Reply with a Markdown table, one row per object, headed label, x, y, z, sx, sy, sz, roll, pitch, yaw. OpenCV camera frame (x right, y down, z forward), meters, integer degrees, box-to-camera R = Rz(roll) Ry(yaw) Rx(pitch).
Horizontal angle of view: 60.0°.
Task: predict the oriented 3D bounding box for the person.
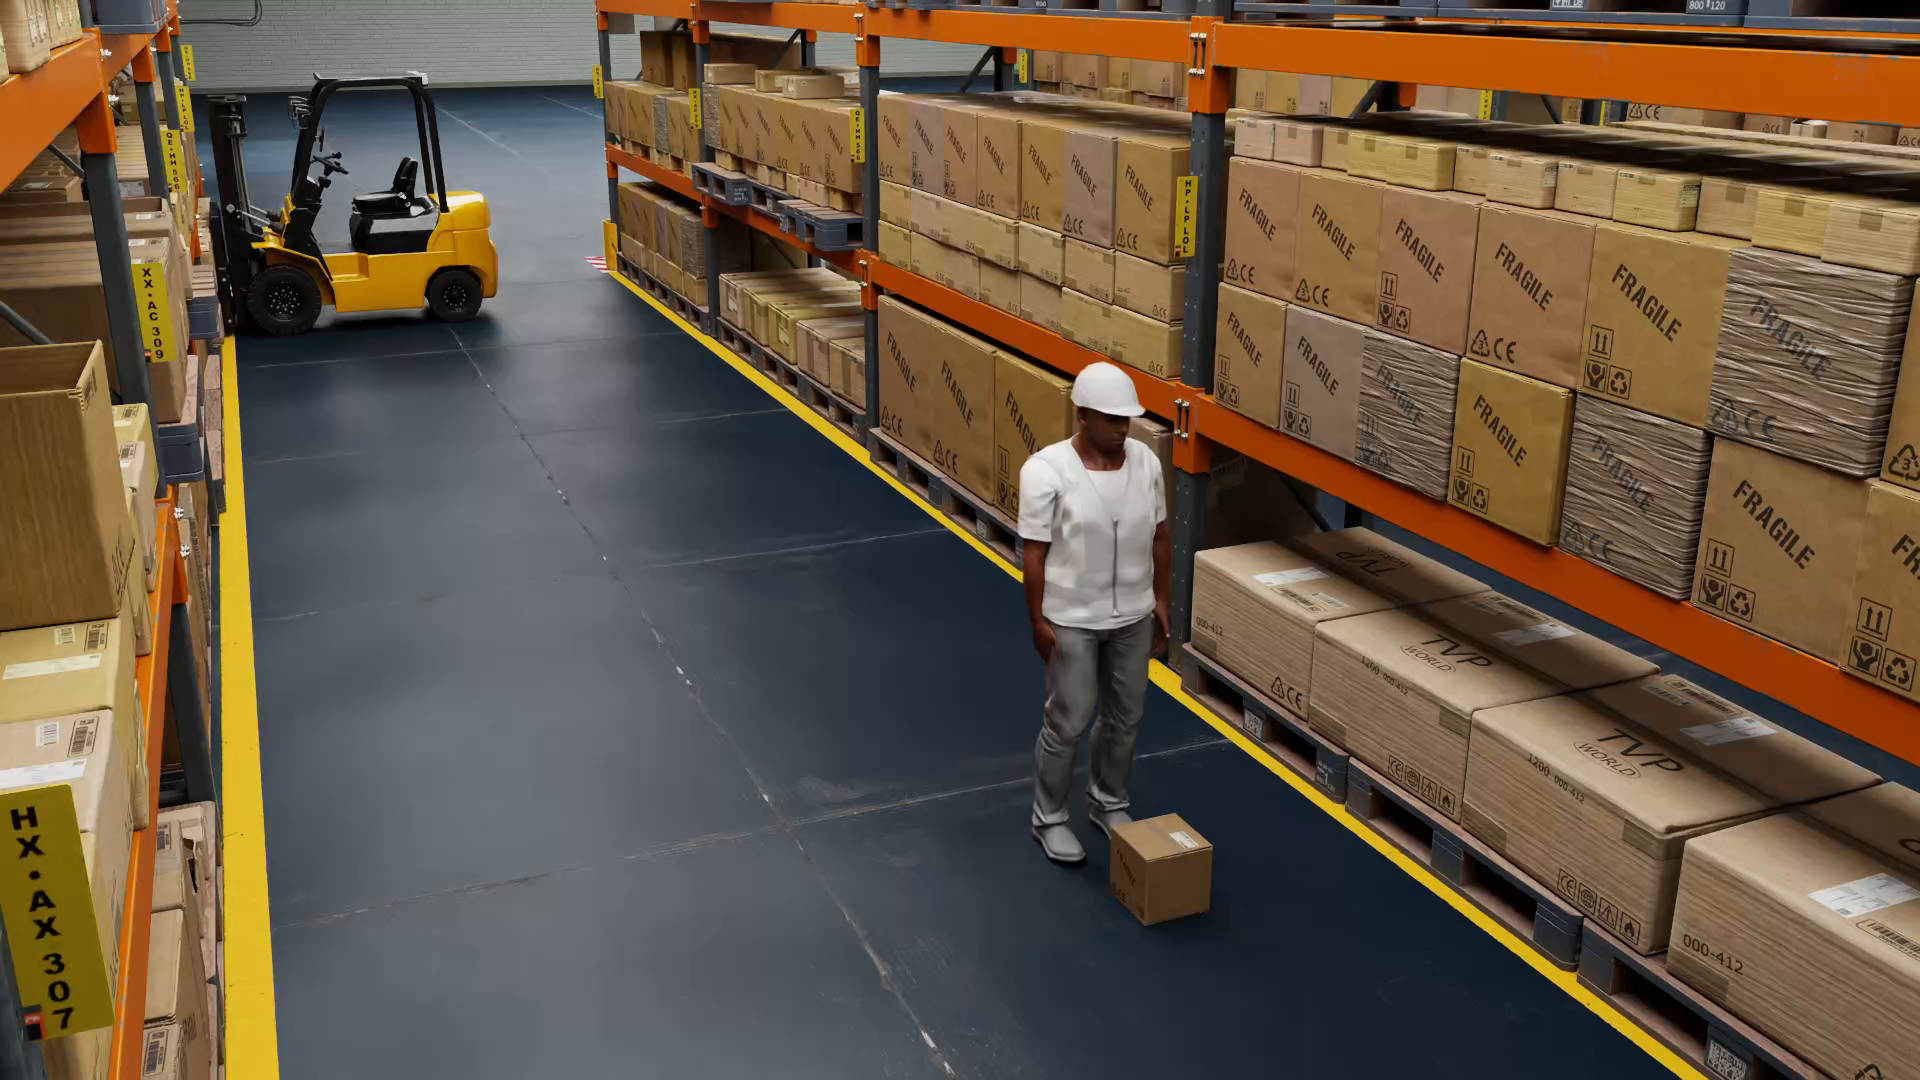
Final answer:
| label | x | y | z | sx | sy | sz | roll | pitch | yaw |
| --- | --- | --- | --- | --- | --- | --- | --- | --- | --- |
| person | 0.481 | 0.252 | 5.790 | 0.565 | 1.760 | 0.364 | -8 | 20 | -22 |
